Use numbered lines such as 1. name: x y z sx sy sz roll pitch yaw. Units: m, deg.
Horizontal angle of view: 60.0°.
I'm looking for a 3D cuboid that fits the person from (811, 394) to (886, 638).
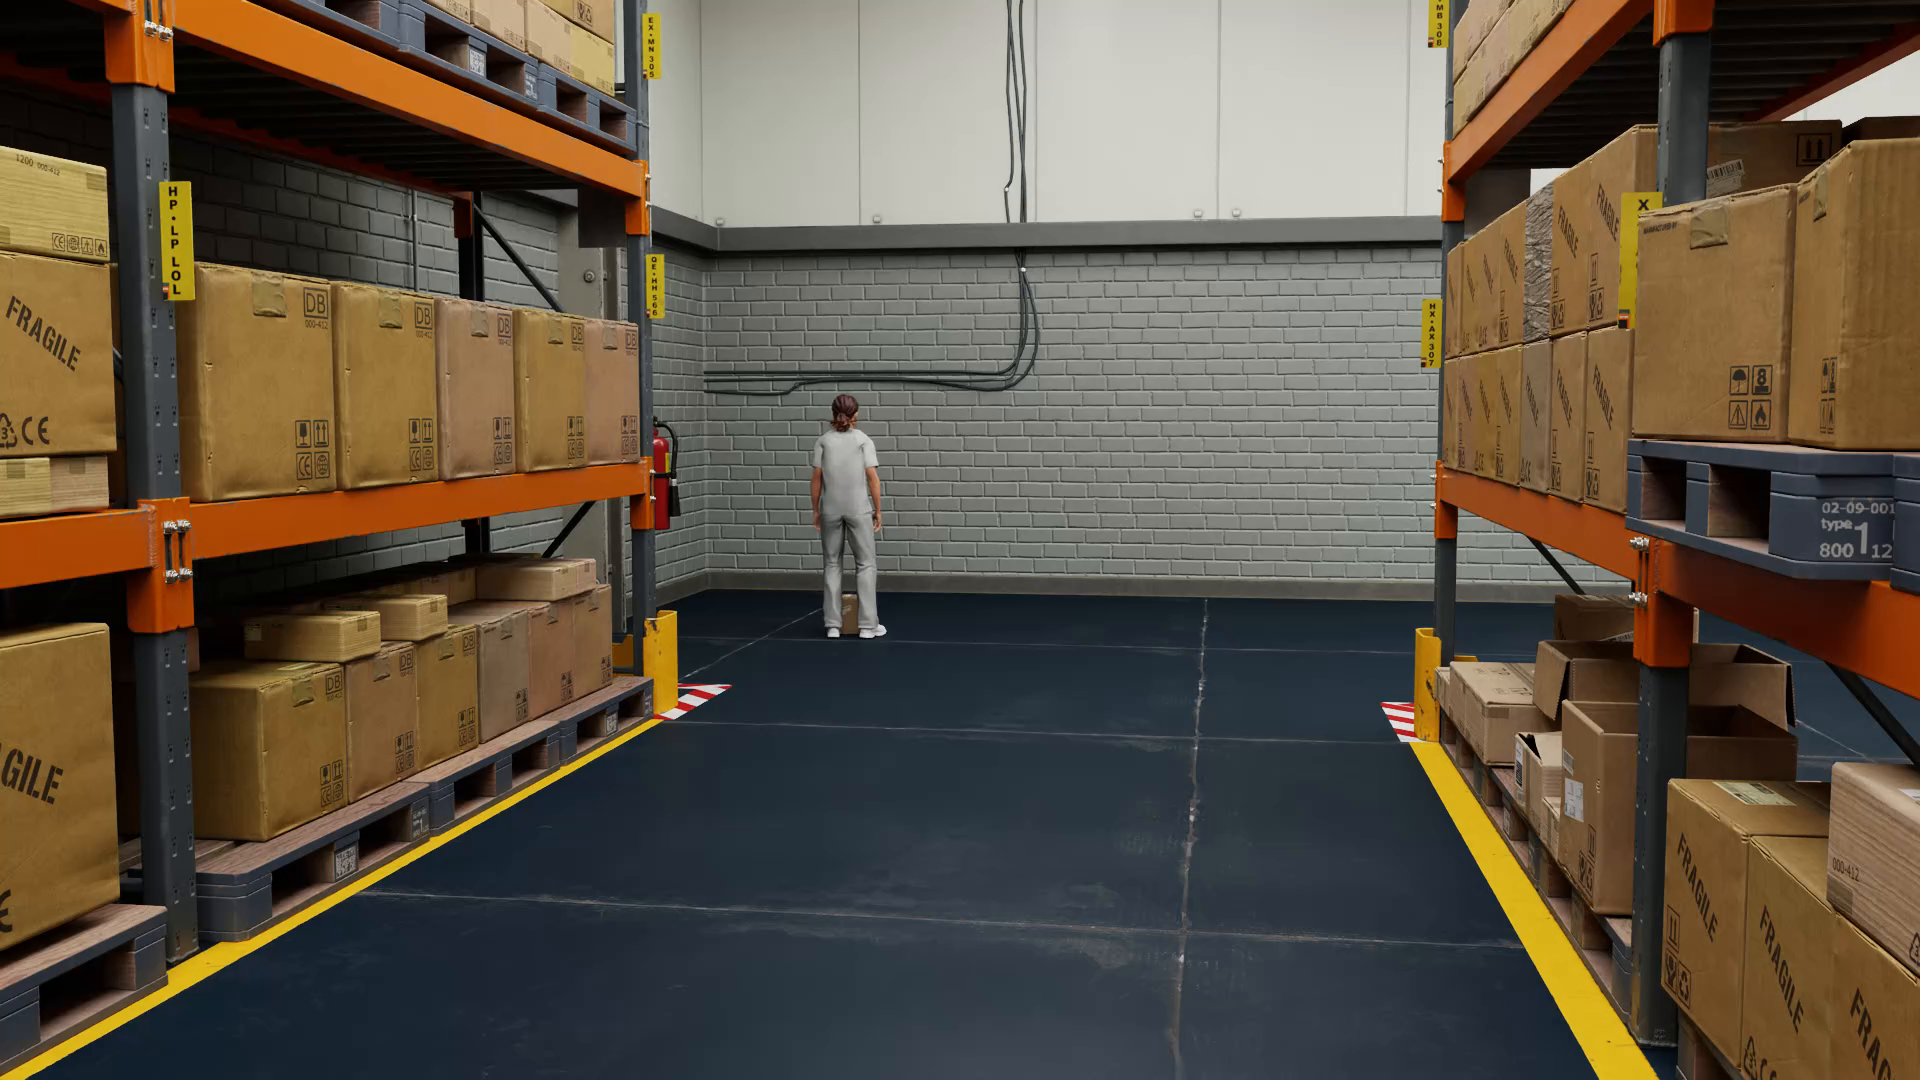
1. person: -0.778 -0.166 11.444 0.494 1.673 0.352 1 5 8
